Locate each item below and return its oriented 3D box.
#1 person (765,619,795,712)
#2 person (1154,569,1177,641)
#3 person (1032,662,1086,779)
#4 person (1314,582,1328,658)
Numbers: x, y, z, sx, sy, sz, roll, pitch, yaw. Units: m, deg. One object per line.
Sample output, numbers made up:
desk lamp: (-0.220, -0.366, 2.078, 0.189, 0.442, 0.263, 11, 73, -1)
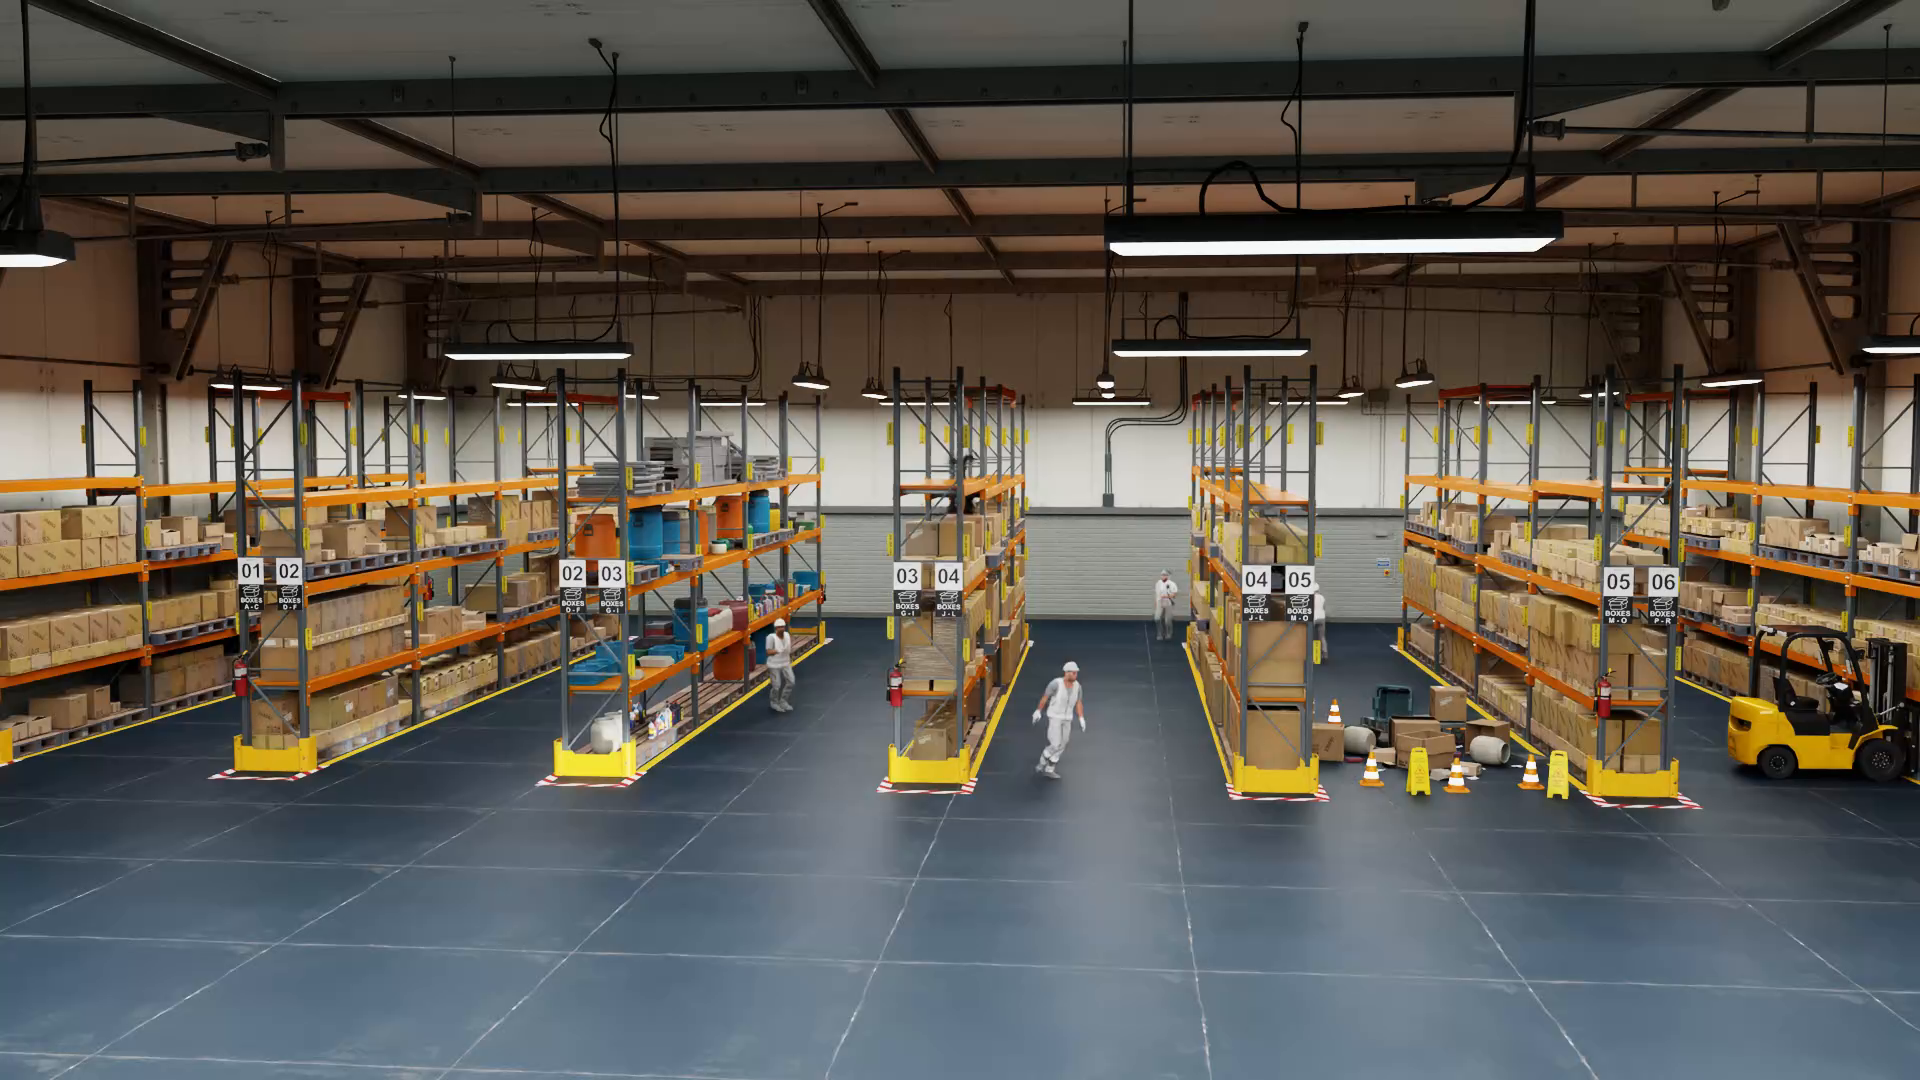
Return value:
person: (-3.278, 2.277, 30.014, 0.637, 1.738, 0.880, -2, 4, -35)
person: (5.007, 1.599, 40.663, 0.639, 1.780, 0.695, 2, 4, 28)
person: (1.468, 2.627, 24.276, 0.667, 1.737, 0.611, -2, 4, -29)
person: (8.007, 1.814, 37.438, 0.578, 1.720, 0.940, -1, 4, -17)
